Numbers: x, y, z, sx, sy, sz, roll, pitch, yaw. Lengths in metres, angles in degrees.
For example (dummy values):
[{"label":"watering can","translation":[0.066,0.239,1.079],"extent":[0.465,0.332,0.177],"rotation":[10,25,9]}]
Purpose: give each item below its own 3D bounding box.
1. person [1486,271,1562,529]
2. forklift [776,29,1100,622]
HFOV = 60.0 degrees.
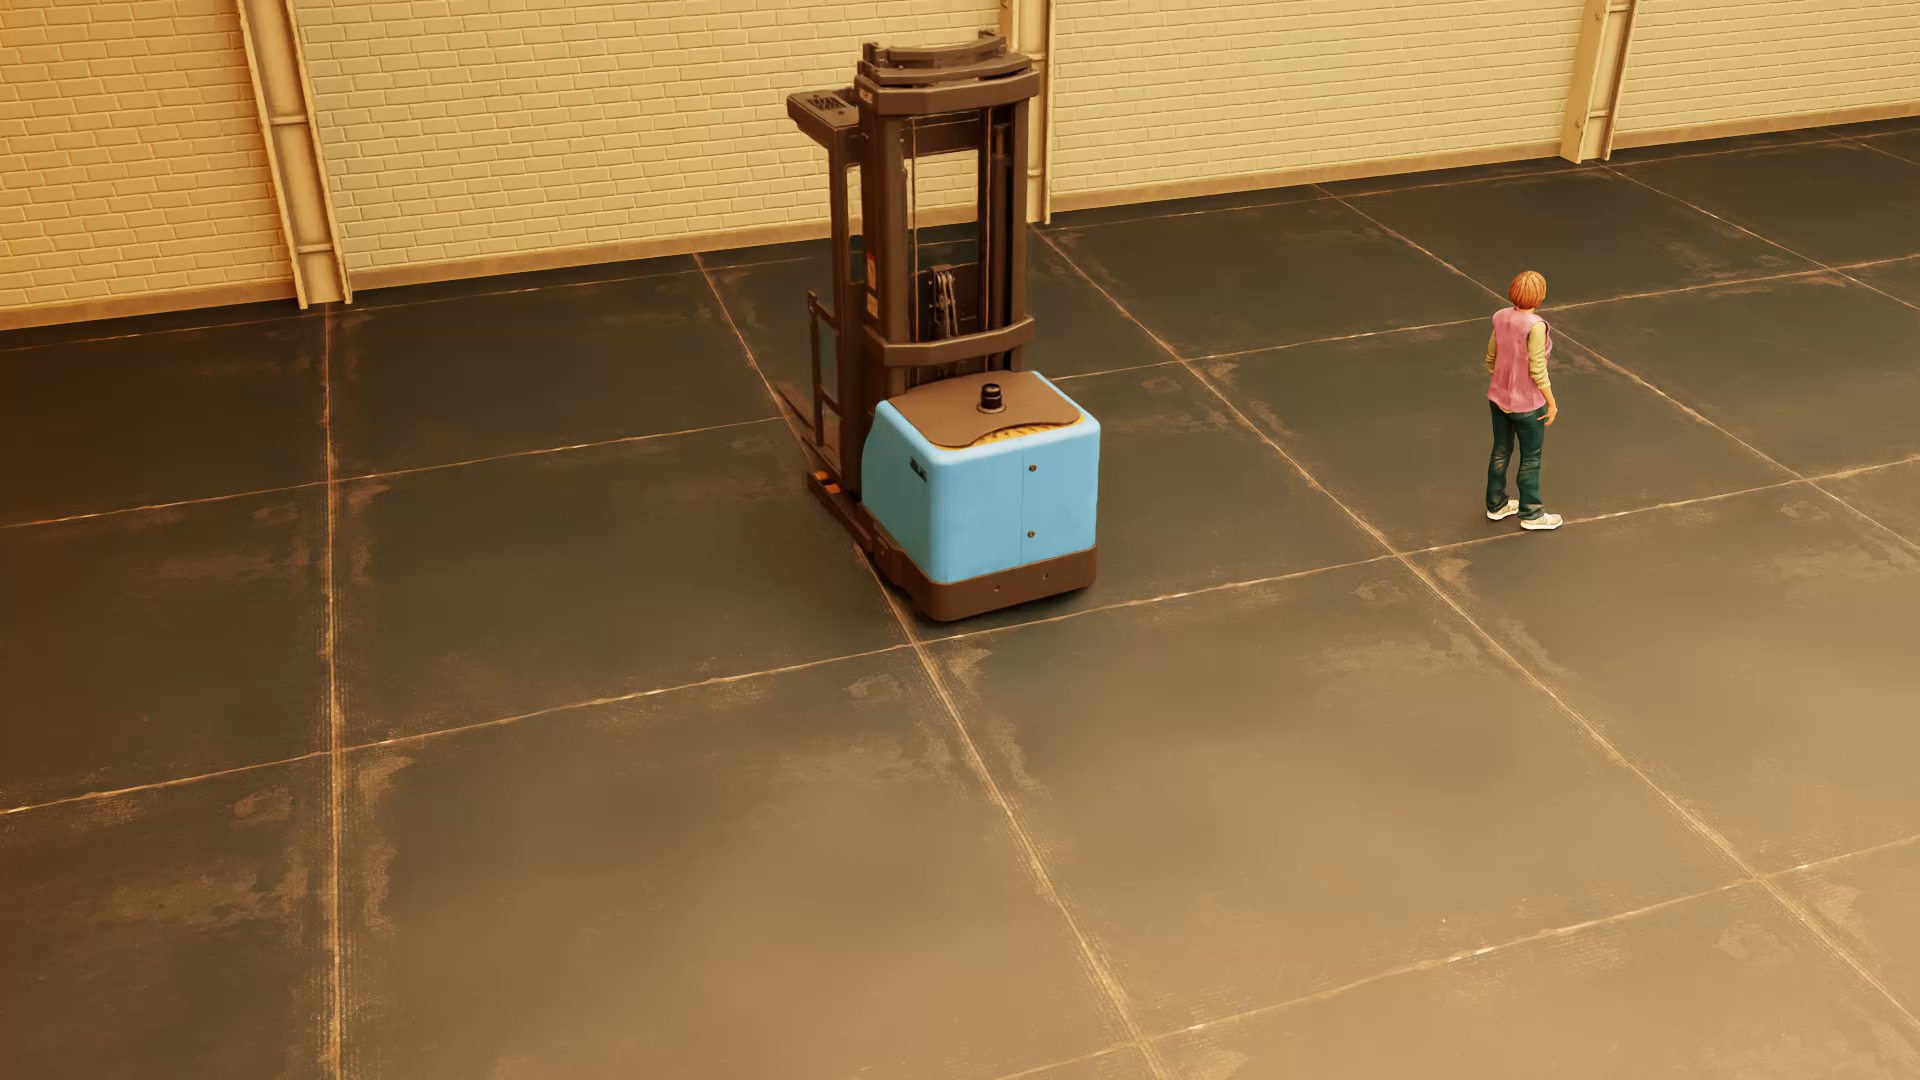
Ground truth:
[{"label":"person","translation":[3.369,-0.839,9.868],"extent":[0.475,1.597,0.520],"rotation":[-14,33,-22]},{"label":"forklift","translation":[-0.311,-1.537,9.759],"extent":[1.130,2.935,3.031],"rotation":[-13,32,-22]}]
